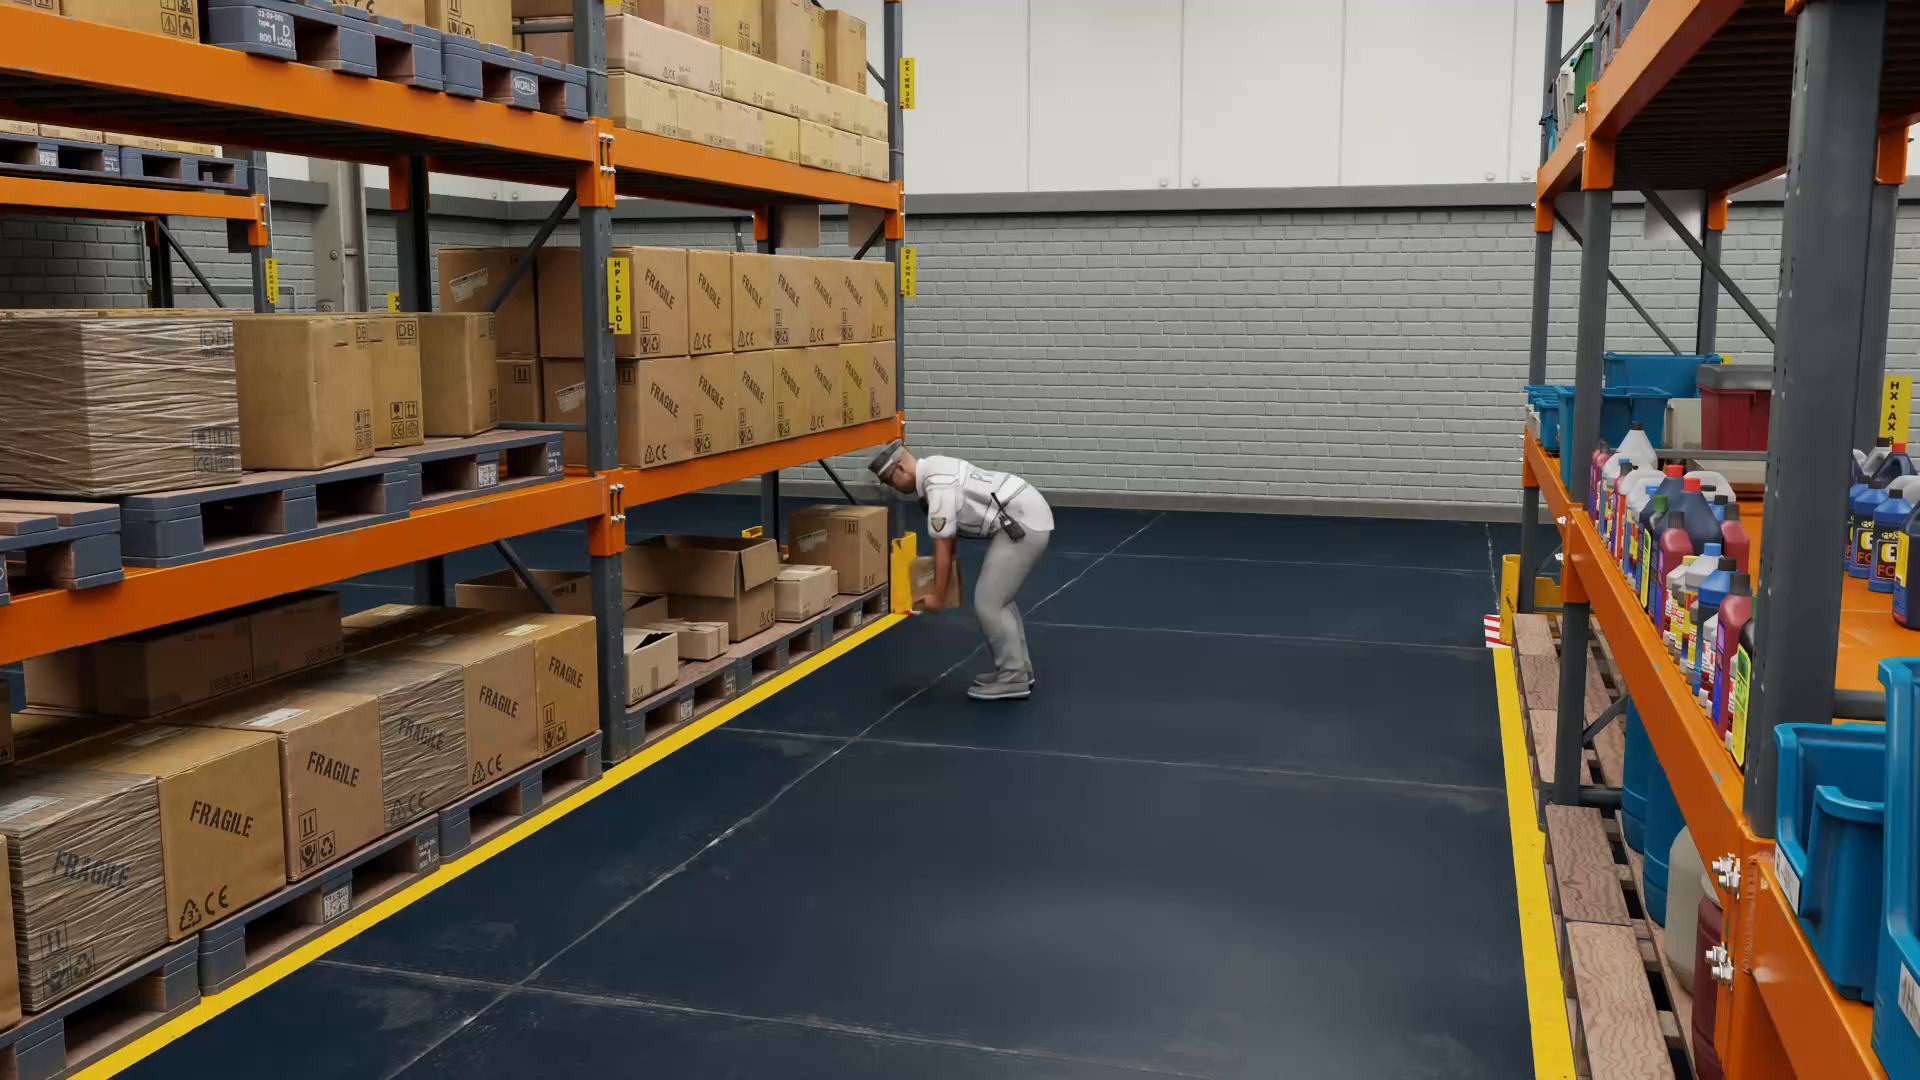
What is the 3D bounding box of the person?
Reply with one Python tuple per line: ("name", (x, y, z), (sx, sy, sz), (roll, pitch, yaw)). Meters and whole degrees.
("person", (0.000, 0.140, 8.765), (0.995, 1.351, 0.476), (1, 8, 5))
